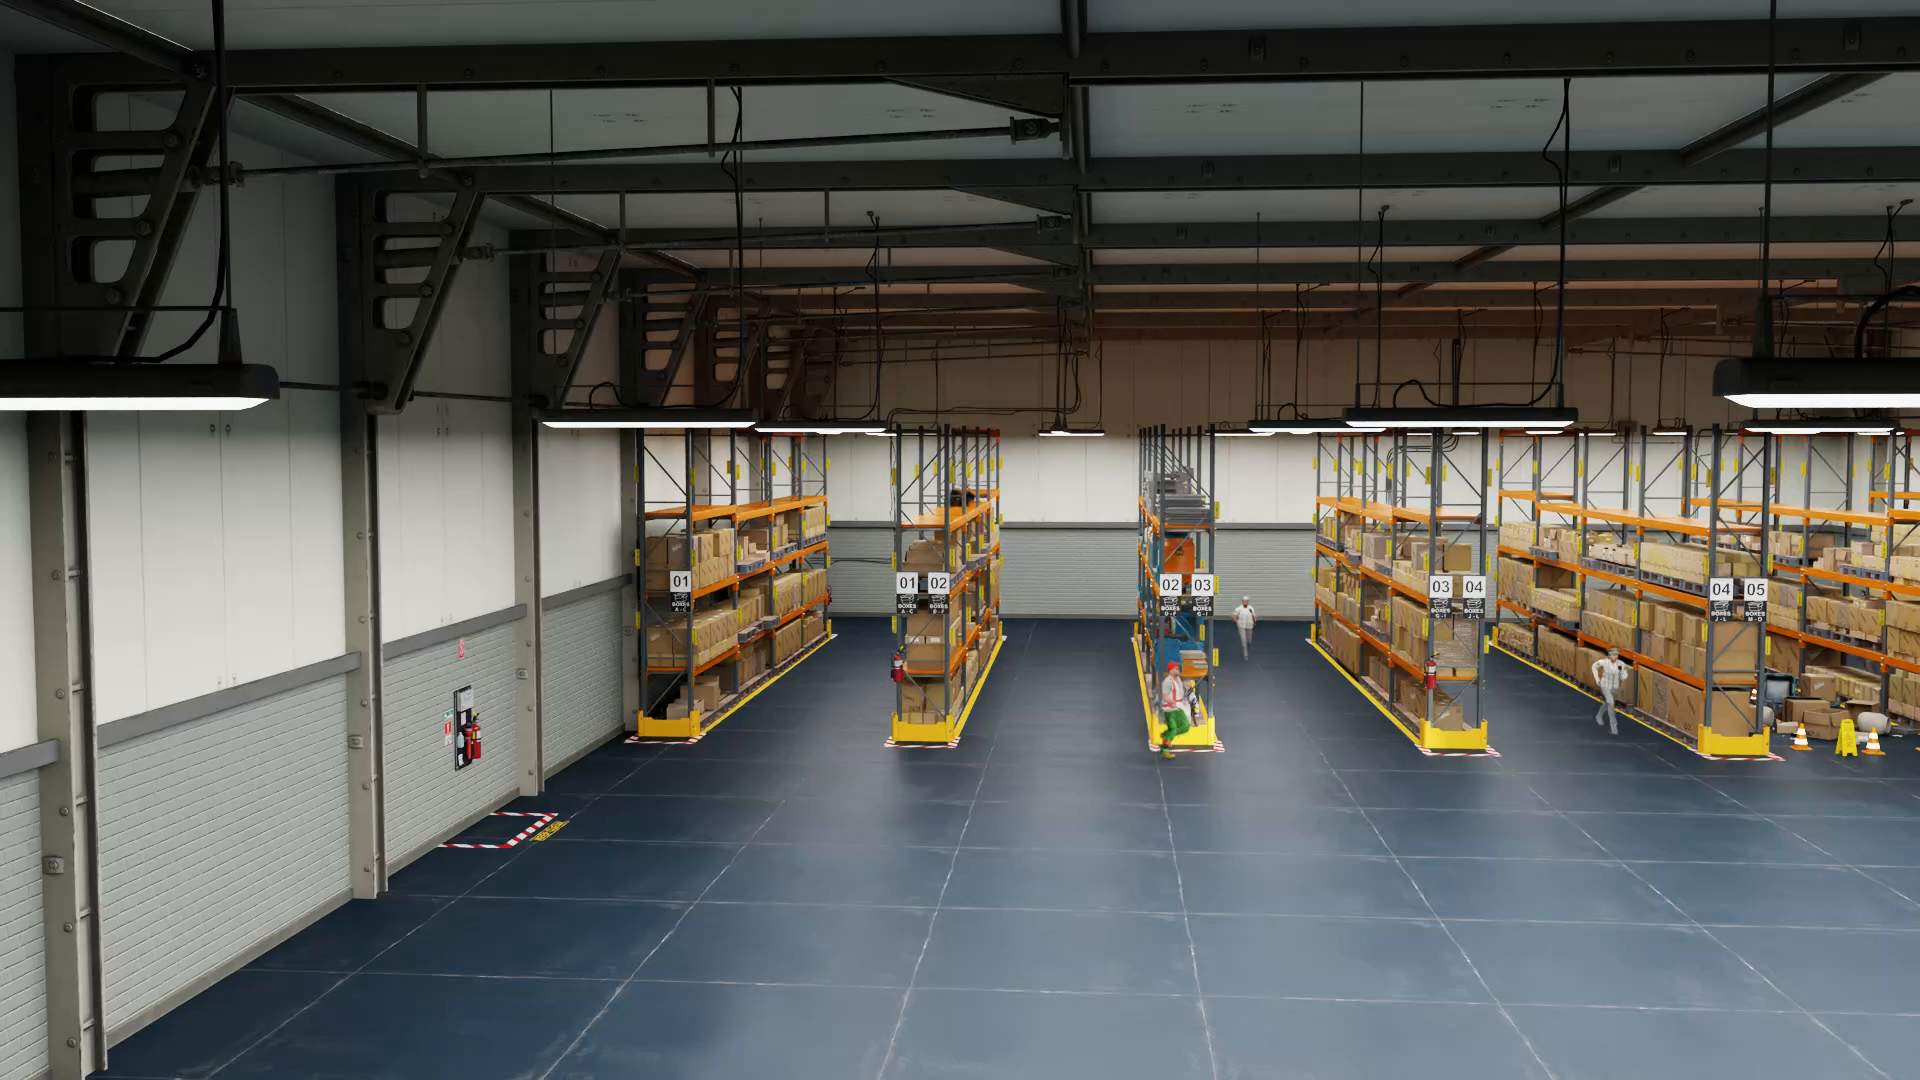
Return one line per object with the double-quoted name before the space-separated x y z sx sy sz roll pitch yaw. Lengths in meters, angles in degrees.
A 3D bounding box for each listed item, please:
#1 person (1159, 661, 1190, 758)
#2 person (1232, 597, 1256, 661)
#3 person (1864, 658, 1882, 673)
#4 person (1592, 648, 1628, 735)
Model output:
"person" 3.856 3.038 29.791 0.656 1.742 0.699 3 4 38
"person" 7.394 2.293 43.192 0.607 1.654 0.766 0 3 -5
"person" 21.454 2.465 38.931 0.677 1.821 0.738 0 3 1
"person" 12.715 2.918 32.600 0.613 1.696 0.981 0 3 -5
